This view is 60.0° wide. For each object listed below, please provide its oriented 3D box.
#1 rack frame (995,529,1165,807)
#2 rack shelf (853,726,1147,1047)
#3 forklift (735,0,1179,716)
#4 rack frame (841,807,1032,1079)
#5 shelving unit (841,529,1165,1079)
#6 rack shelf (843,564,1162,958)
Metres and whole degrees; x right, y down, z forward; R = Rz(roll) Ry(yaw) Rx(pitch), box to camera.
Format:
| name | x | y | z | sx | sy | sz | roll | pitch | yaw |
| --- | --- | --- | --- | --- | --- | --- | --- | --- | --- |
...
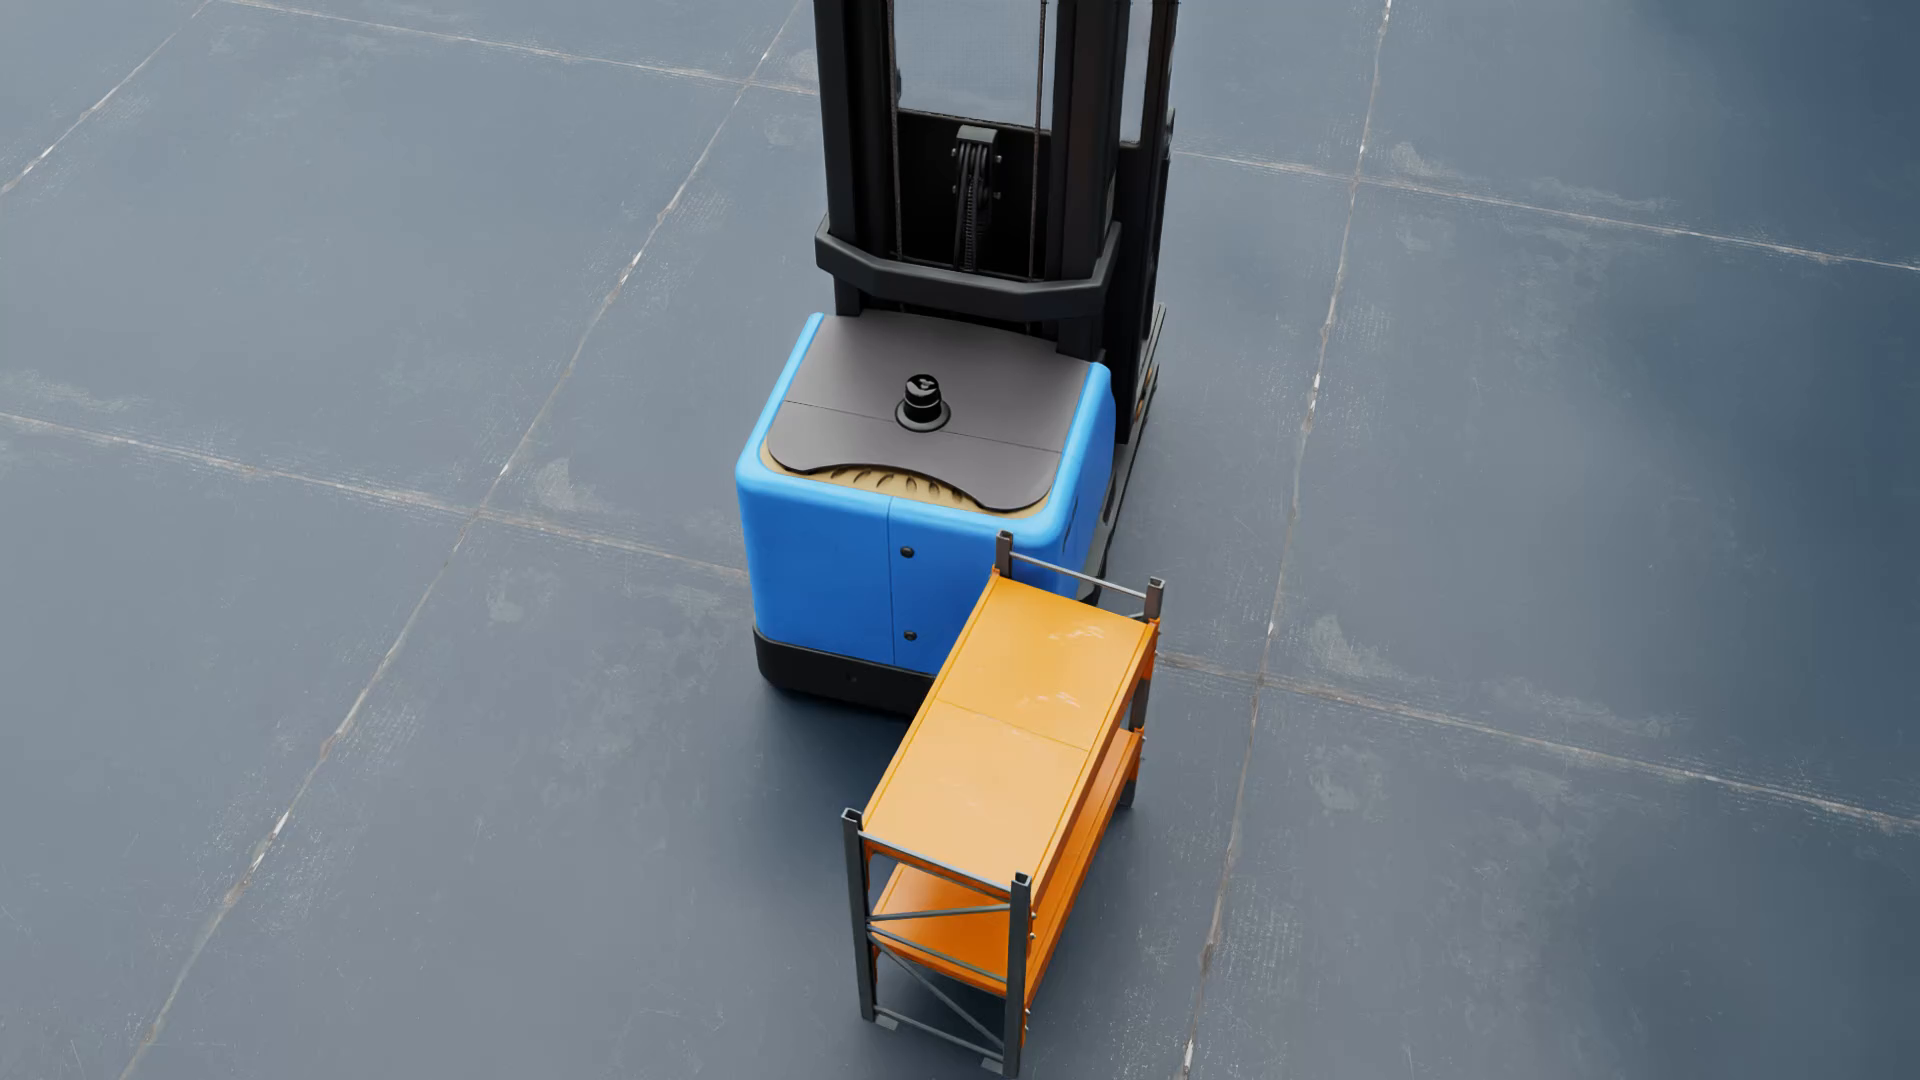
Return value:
| name | x | y | z | sx | sy | sz | roll | pitch | yaw |
| --- | --- | --- | --- | --- | --- | --- | --- | --- | --- |
| rack frame | 0.338 | 0.423 | 5.126 | 0.500 | 1.125 | 0.032 | 18 | 51 | 15 |
| rack shelf | 0.139 | 0.936 | 5.000 | 0.538 | 0.278 | 1.000 | 18 | 51 | 15 |
| forklift | 0.175 | -1.436 | 5.563 | 1.130 | 2.935 | 3.031 | 11 | 50 | 10 |
| rack frame | -0.061 | 1.124 | 4.508 | 0.500 | 1.125 | 0.032 | 18 | 51 | 15 |
| shelving unit | 0.139 | 0.774 | 4.817 | 0.538 | 1.125 | 1.048 | 18 | 51 | 15 |
| rack shelf | 0.139 | 0.580 | 4.597 | 0.538 | 0.278 | 1.000 | 18 | 51 | 15 |
